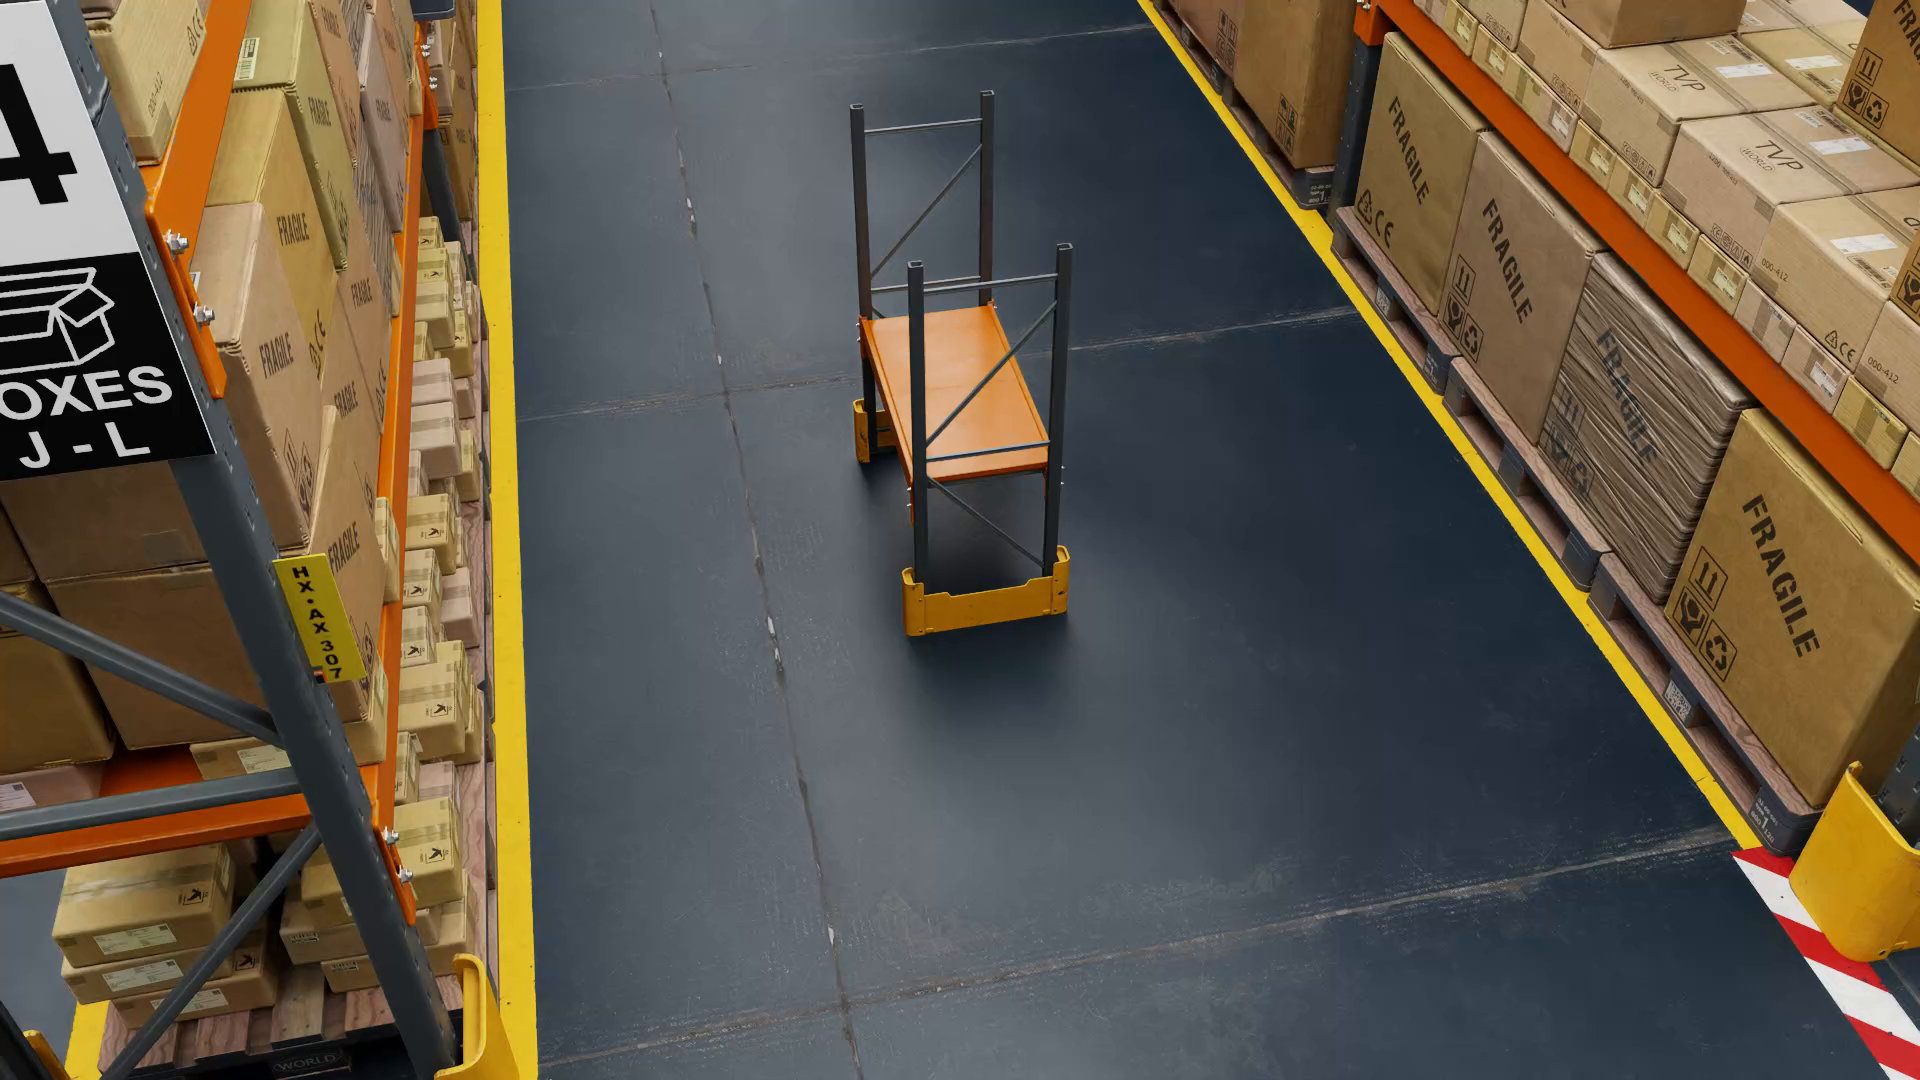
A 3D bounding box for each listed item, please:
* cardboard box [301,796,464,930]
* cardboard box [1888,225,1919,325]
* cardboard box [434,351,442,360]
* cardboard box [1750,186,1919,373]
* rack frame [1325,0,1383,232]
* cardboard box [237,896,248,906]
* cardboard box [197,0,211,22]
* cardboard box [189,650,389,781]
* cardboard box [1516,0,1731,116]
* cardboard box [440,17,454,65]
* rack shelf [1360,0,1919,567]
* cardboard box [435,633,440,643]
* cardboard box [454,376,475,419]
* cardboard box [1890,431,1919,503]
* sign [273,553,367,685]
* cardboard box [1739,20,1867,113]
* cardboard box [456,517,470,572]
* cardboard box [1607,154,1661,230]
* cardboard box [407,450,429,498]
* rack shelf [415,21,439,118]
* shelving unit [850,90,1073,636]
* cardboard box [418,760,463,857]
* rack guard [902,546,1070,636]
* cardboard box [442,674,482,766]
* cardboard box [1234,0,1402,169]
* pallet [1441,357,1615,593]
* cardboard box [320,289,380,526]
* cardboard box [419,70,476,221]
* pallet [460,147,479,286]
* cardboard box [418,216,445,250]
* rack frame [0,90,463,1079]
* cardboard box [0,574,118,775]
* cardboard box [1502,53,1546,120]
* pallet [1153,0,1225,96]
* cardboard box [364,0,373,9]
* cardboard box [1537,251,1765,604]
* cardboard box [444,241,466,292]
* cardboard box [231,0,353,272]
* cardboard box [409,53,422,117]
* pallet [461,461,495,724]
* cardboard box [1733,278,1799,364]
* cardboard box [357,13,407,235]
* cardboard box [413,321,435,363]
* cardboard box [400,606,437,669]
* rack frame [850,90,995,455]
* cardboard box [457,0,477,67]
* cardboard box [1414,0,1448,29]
[{"bbox_3d":[-1.530,0.854,4.411,0.380,0.149,0.250,-10,43,-11],"label":"cardboard box"},{"bbox_3d":[2.755,-0.703,4.106,0.500,0.500,0.500,-8,42,-9],"label":"cardboard box"},{"bbox_3d":[-2.129,-0.559,6.227,0.380,0.149,0.250,-8,42,-9],"label":"cardboard box"},{"bbox_3d":[2.644,-0.749,4.724,0.500,0.250,0.500,-9,42,-10],"label":"cardboard box"},{"bbox_3d":[2.253,-2.682,7.012,1.000,3.000,0.127,-8,42,-9],"label":"rack frame"},{"bbox_3d":[-2.220,1.002,4.693,0.380,0.149,0.250,-7,42,-8],"label":"cardboard box"},{"bbox_3d":[-1.705,-1.179,3.172,0.500,0.250,0.500,-7,42,-8],"label":"cardboard box"},{"bbox_3d":[-1.498,0.393,3.737,0.380,0.149,0.250,-9,42,-10],"label":"cardboard box"},{"bbox_3d":[2.318,-1.737,5.836,0.500,0.250,0.500,-7,42,-8],"label":"cardboard box"},{"bbox_3d":[-2.631,-2.401,7.697,0.500,0.250,0.500,-7,42,-8],"label":"cardboard box"},{"bbox_3d":[2.685,-1.117,5.790,1.077,0.370,4.000,-8,42,-9],"label":"rack shelf"},{"bbox_3d":[-1.854,0.306,5.253,0.380,0.149,0.250,-10,43,-11],"label":"cardboard box"},{"bbox_3d":[-2.100,-0.580,6.475,0.380,0.149,0.250,-10,43,-11],"label":"cardboard box"},{"bbox_3d":[2.718,-0.179,4.381,0.380,0.149,0.250,-8,42,-8],"label":"cardboard box"},{"bbox_3d":[-1.219,0.154,3.164,0.100,0.325,0.005,-8,42,-9],"label":"sign"},{"bbox_3d":[2.935,-1.494,5.562,0.500,0.250,0.500,-9,42,-10],"label":"cardboard box"},{"bbox_3d":[-1.896,0.079,5.733,0.380,0.149,0.250,-8,42,-9],"label":"cardboard box"},{"bbox_3d":[2.388,-1.170,5.498,0.380,0.149,0.250,-8,42,-8],"label":"cardboard box"},{"bbox_3d":[-1.981,-0.145,5.537,0.380,0.149,0.250,-8,42,-9],"label":"cardboard box"},{"bbox_3d":[-3.044,-3.064,7.984,1.077,0.370,4.000,-8,42,-9],"label":"rack shelf"},{"bbox_3d":[-0.016,-0.610,5.808,0.587,1.500,1.083,-8,42,-9],"label":"shelving unit"},{"bbox_3d":[-1.615,0.792,4.705,0.380,0.149,0.250,-9,42,-9],"label":"cardboard box"},{"bbox_3d":[0.091,0.180,5.859,0.587,0.250,0.087,-8,42,-9],"label":"rack guard"},{"bbox_3d":[-1.694,0.580,5.168,0.380,0.149,0.250,-8,42,-9],"label":"cardboard box"},{"bbox_3d":[2.095,-2.456,8.042,1.225,0.875,0.875,-8,42,-9],"label":"cardboard box"},{"bbox_3d":[2.608,-0.343,6.477,1.003,0.211,1.213,-8,42,-9],"label":"pallet"},{"bbox_3d":[-1.716,-0.266,3.991,0.500,0.500,0.500,-8,42,-9],"label":"cardboard box"},{"bbox_3d":[-2.512,-1.776,7.558,0.500,0.500,0.500,-7,42,-8],"label":"cardboard box"},{"bbox_3d":[-2.781,-1.498,7.779,1.003,0.211,1.213,-8,42,-9],"label":"pallet"},{"bbox_3d":[-2.281,-1.157,6.677,0.380,0.149,0.250,-7,42,-8],"label":"cardboard box"},{"bbox_3d":[-1.748,0.556,3.364,1.000,3.000,0.127,-8,42,-9],"label":"rack frame"},{"bbox_3d":[-2.097,0.153,3.519,0.500,0.500,0.500,-8,42,-8],"label":"cardboard box"},{"bbox_3d":[2.220,-1.672,6.063,0.380,0.149,0.250,-9,42,-10],"label":"cardboard box"},{"bbox_3d":[1.746,-2.921,9.382,1.003,0.211,1.213,-8,42,-9],"label":"pallet"},{"bbox_3d":[-2.129,-1.959,5.145,0.500,0.500,0.500,-10,42,-11],"label":"cardboard box"},{"bbox_3d":[2.704,-0.445,5.776,0.875,0.875,0.875,-8,42,-9],"label":"cardboard box"},{"bbox_3d":[-2.233,-1.080,6.815,0.380,0.149,0.250,-8,42,-8],"label":"cardboard box"},{"bbox_3d":[-1.792,-0.962,4.022,0.500,0.500,0.500,-9,42,-10],"label":"cardboard box"},{"bbox_3d":[-2.160,-1.640,6.027,0.380,0.149,0.250,-9,42,-10],"label":"cardboard box"},{"bbox_3d":[-2.166,0.229,5.833,1.003,0.211,1.213,-8,42,-9],"label":"pallet"},{"bbox_3d":[2.554,-0.673,4.938,0.380,0.149,0.250,-8,42,-9],"label":"cardboard box"},{"bbox_3d":[-2.015,-1.253,5.103,0.500,0.500,0.500,-9,42,-10],"label":"cardboard box"},{"bbox_3d":[-2.146,-0.657,6.114,0.380,0.149,0.250,-7,42,-8],"label":"cardboard box"},{"bbox_3d":[-1.770,0.362,4.965,0.380,0.149,0.250,-10,43,-11],"label":"cardboard box"},{"bbox_3d":[-0.128,-0.946,6.186,0.500,1.500,0.032,-8,42,-9],"label":"rack frame"},{"bbox_3d":[-2.839,-2.785,8.695,0.500,0.500,0.500,-10,43,-11],"label":"cardboard box"},{"bbox_3d":[2.049,-2.178,6.634,0.380,0.149,0.250,-10,43,-11],"label":"cardboard box"}]
